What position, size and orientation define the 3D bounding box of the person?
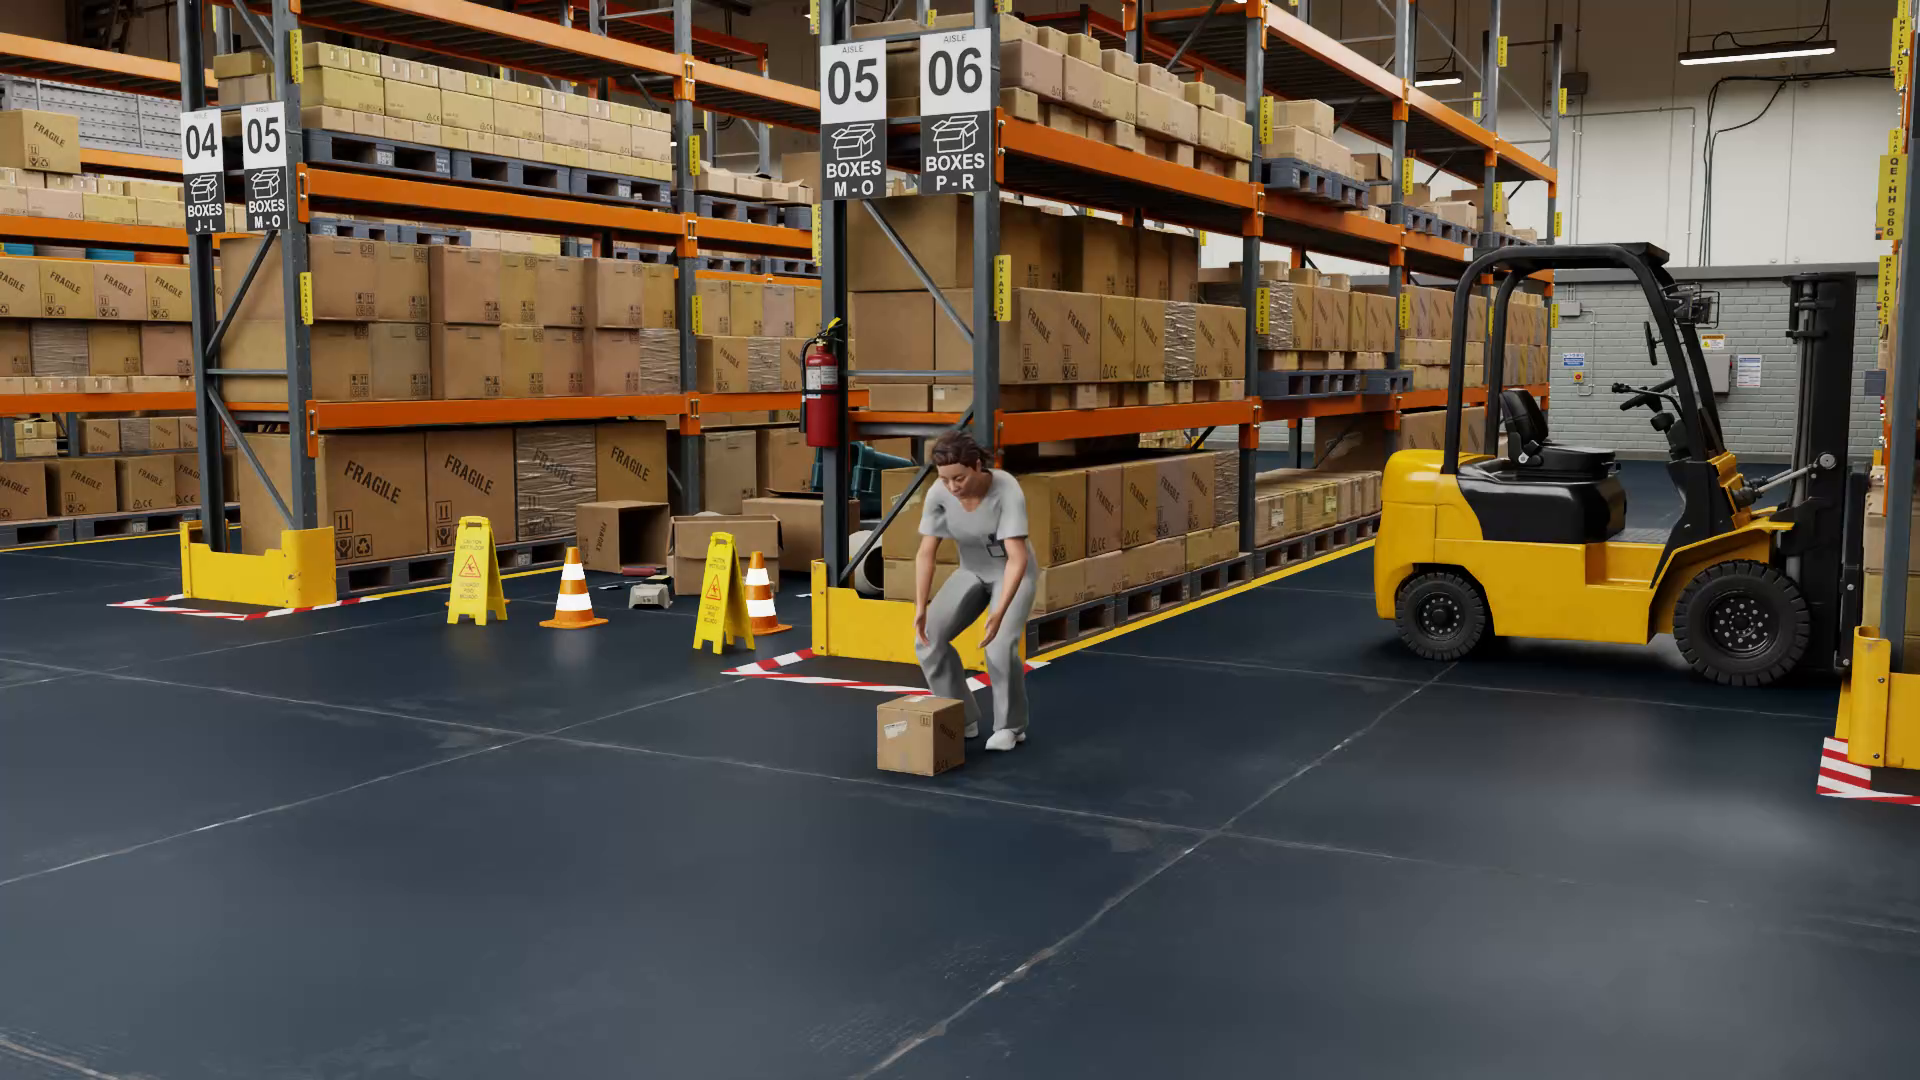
[{"bbox_3d":[0.092,0.199,6.737,0.490,1.304,0.682,3,7,29],"label":"person"}]
